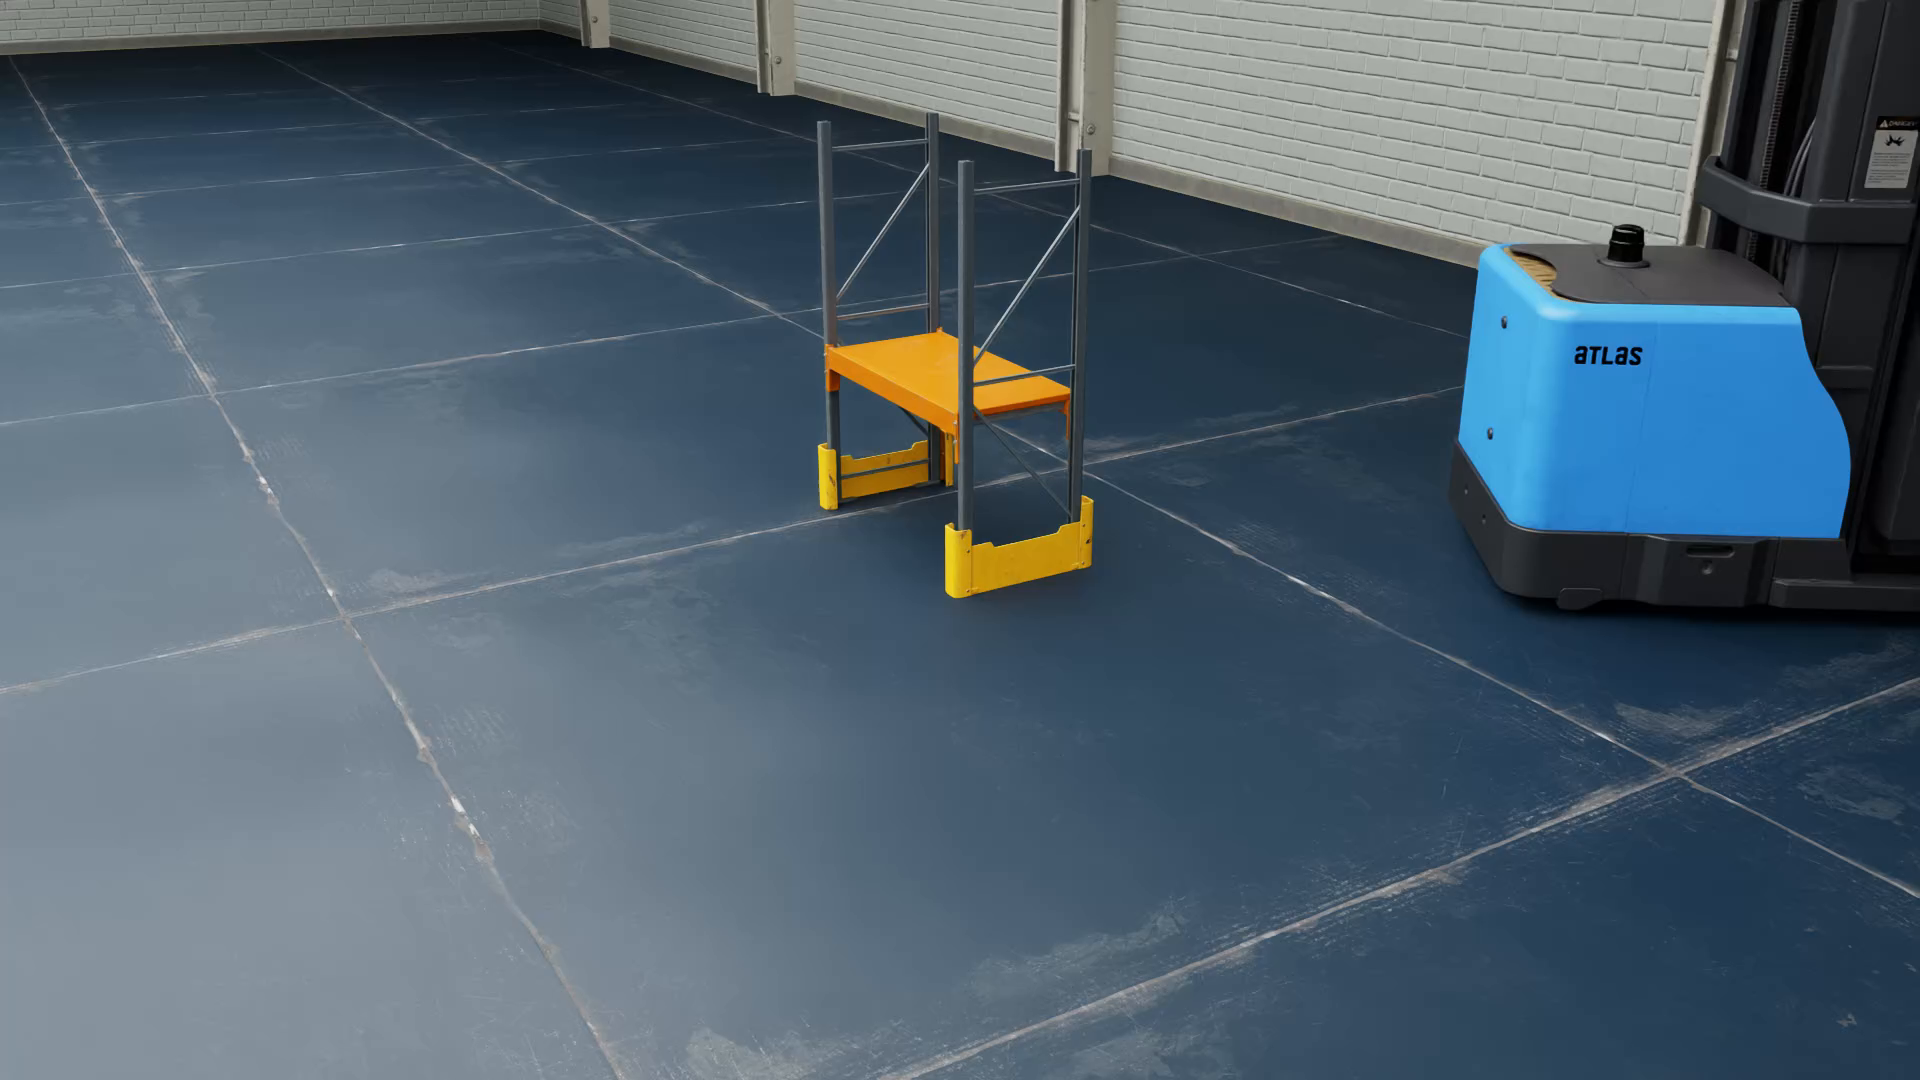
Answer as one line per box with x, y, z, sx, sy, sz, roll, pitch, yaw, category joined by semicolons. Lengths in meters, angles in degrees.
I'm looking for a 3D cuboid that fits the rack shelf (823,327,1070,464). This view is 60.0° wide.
-0.044;-0.556;6.165;0.538;0.185;1.000;-13;25;-28;rack shelf

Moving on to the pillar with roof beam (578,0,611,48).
-8.808;-10.284;19.662;9.100;9.000;0.400;-13;25;-28;pillar with roof beam

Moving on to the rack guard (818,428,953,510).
-0.293;-0.302;6.722;0.587;0.250;0.087;-13;25;-28;rack guard

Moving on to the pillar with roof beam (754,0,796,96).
-5.744;-8.342;14.883;9.100;9.000;0.400;-13;25;-28;pillar with roof beam

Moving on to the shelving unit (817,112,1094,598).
-0.039;-0.719;6.090;0.587;1.500;1.083;-13;25;-28;shelving unit

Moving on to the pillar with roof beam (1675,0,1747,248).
0.386;-4.457;5.326;9.100;9.000;0.400;-13;25;-28;pillar with roof beam

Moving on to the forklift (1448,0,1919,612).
3.394;-1.254;5.504;3.031;2.935;1.130;2;22;4;forklift

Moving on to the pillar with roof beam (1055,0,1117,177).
-2.679;-6.399;10.105;9.100;9.000;0.400;-13;25;-28;pillar with roof beam

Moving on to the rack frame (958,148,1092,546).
0.216;-0.558;5.692;0.500;1.500;0.032;-13;25;-28;rack frame

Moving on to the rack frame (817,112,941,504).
-0.303;-0.887;6.502;0.500;1.500;0.032;-13;25;-28;rack frame

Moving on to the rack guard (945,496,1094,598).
0.215;0.021;5.928;0.587;0.250;0.087;-13;25;-28;rack guard
